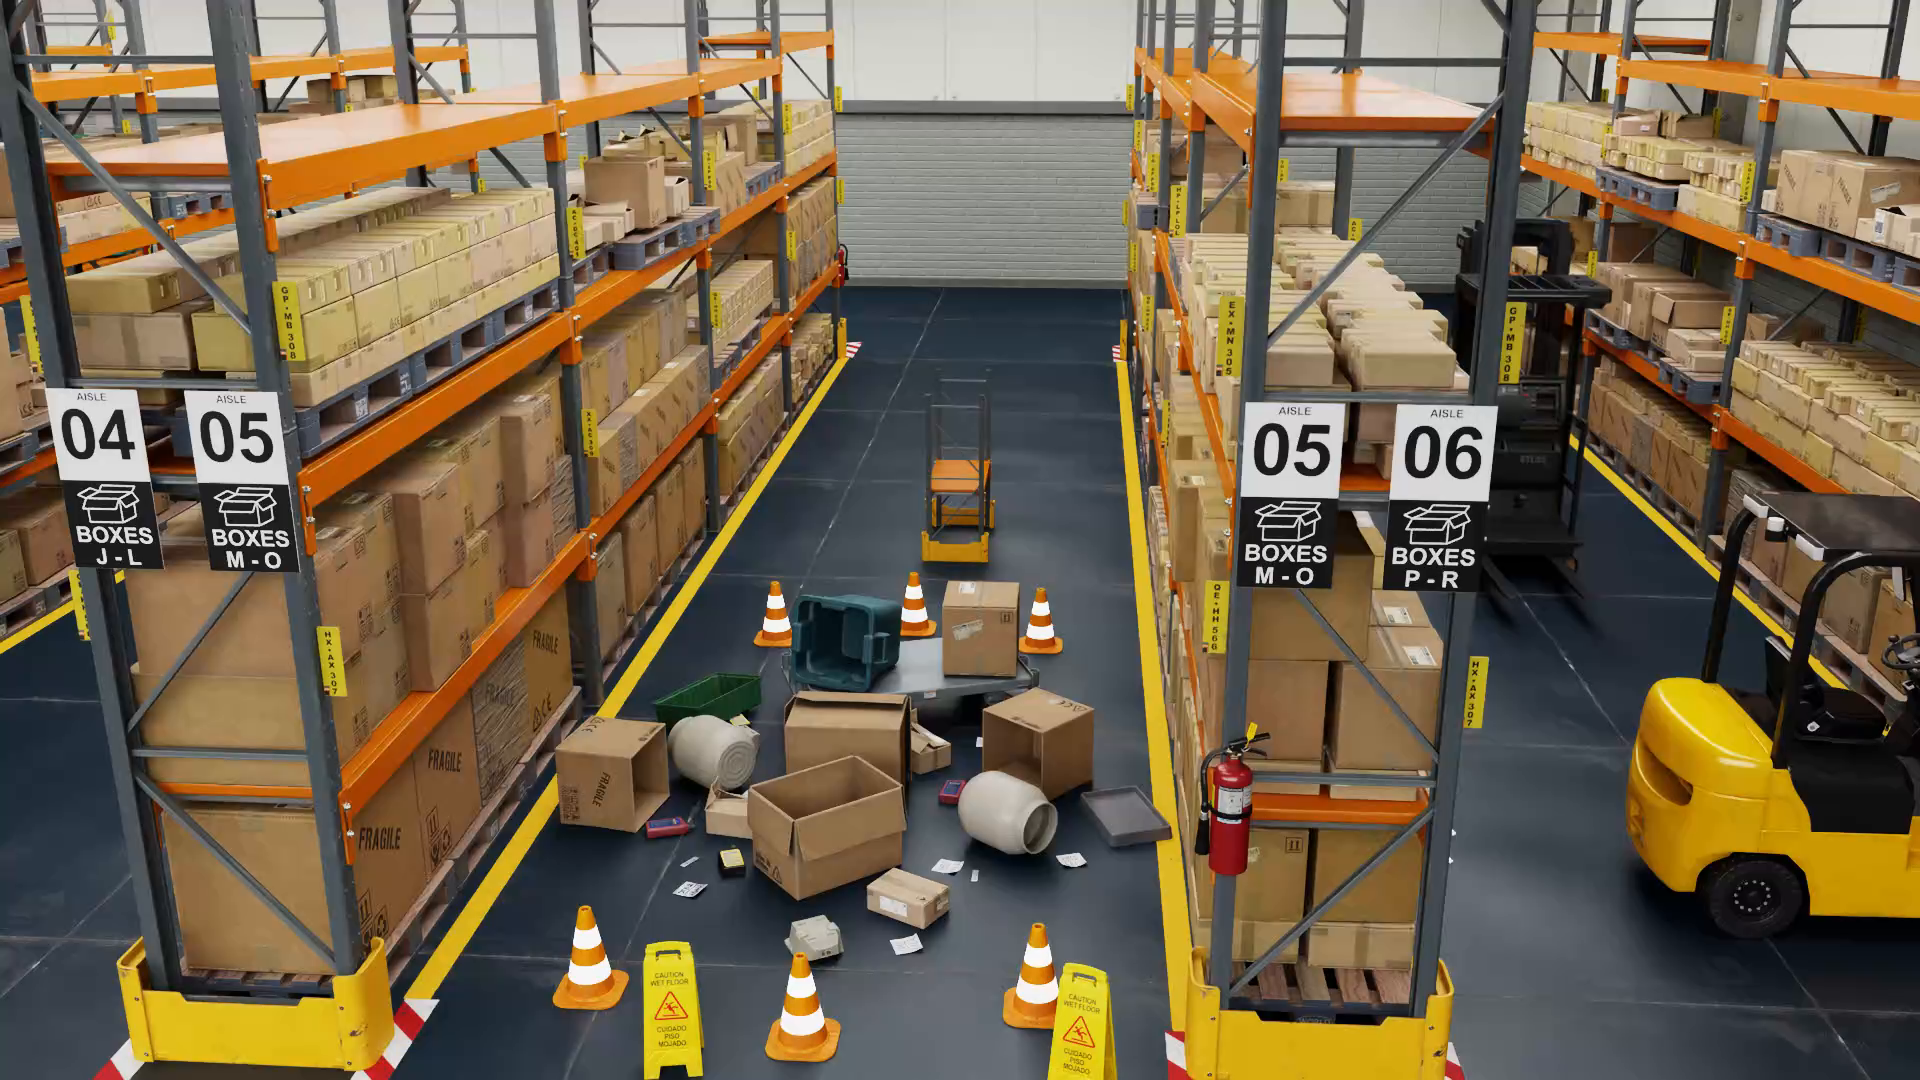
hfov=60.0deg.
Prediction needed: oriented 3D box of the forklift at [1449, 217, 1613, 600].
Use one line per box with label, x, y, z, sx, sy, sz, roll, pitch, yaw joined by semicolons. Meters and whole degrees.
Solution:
forklift;4.752;-1.189;14.173;1.130;2.935;3.031;1;18;3

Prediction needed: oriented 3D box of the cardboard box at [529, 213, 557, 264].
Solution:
cardboard box;-2.798;-1.858;10.214;0.500;0.250;0.500;1;18;3

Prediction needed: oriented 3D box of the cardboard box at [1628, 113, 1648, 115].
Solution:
cardboard box;7.828;-4.769;19.131;0.500;0.250;0.500;1;18;3

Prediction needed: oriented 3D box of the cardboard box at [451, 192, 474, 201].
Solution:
cardboard box;-6.871;-4.412;22.457;0.500;0.500;0.500;2;18;5

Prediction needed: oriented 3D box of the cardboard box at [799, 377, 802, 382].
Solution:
cardboard box;-2.114;-1.870;20.045;0.380;0.149;0.250;1;18;4

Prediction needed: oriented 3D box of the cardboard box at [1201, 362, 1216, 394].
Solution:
cardboard box;1.451;-0.854;8.624;0.380;0.149;0.250;1;18;3

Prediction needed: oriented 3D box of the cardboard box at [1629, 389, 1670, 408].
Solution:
cardboard box;7.148;-1.454;17.170;0.380;0.149;0.250;1;18;4

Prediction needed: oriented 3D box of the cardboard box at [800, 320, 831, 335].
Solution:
cardboard box;-1.911;-2.798;21.922;0.380;0.149;0.250;1;18;3

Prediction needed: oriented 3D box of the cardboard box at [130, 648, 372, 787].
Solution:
cardboard box;-3.324;0.781;7.809;0.875;0.550;0.550;1;18;4

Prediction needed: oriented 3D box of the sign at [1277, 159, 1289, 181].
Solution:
sign;2.754;-3.096;14.233;0.100;0.325;0.005;1;18;4

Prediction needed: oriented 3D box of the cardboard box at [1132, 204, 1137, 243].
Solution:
cardboard box;2.373;-3.826;20.343;0.500;0.500;0.500;1;18;4

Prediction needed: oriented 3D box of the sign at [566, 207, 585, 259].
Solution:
sign;-2.465;-1.971;10.673;0.100;0.325;0.005;1;18;4

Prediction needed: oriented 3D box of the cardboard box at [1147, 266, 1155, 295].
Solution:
cardboard box;2.017;-2.286;15.643;0.500;0.500;0.500;2;18;5

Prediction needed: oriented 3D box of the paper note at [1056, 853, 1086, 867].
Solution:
paper note;0.644;1.840;9.587;0.142;0.019;0.148;-5;19;-15

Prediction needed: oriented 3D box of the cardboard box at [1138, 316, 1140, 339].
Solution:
cardboard box;2.116;-2.158;17.259;0.500;0.250;0.500;1;18;3

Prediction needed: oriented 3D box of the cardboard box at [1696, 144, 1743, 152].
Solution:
cardboard box;7.401;-3.768;16.207;0.380;0.149;0.250;1;18;4

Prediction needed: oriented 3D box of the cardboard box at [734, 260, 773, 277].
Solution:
cardboard box;-2.279;-2.993;18.339;0.380;0.149;0.250;2;18;6

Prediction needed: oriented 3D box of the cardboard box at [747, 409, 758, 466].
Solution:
cardboard box;-2.362;-1.058;17.001;0.500;0.500;0.500;1;18;3

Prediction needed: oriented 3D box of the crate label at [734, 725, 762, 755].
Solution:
crate label;-1.469;1.330;10.972;0.298;0.136;0.250;-13;22;-34

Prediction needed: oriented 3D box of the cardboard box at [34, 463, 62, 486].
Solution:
cardboard box;-7.718;-0.662;14.558;0.500;0.250;0.500;3;18;10

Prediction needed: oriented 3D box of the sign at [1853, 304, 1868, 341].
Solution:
sign;7.717;-1.866;14.269;0.100;0.325;0.005;1;18;4

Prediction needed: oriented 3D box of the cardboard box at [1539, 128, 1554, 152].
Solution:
cardboard box;7.368;-4.859;20.208;0.500;0.250;0.500;1;18;2

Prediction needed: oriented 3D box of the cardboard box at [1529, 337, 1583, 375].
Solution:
cardboard box;7.361;-2.210;20.516;0.500;0.500;0.500;2;18;5

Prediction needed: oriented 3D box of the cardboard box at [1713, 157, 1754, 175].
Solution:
cardboard box;7.046;-3.367;15.014;0.380;0.149;0.250;1;18;3

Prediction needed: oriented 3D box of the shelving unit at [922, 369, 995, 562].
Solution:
shelving unit;-0.005;-0.689;14.944;0.587;1.500;1.083;1;18;4

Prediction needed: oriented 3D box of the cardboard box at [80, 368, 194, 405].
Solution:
cardboard box;-3.620;-0.696;7.307;0.380;0.149;0.250;1;18;4

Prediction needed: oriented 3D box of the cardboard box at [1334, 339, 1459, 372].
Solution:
cardboard box;1.986;-0.755;7.681;0.500;0.250;0.500;1;18;3

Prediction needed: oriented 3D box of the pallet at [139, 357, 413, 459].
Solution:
pallet;-3.263;-0.646;7.728;1.003;0.211;1.213;1;18;4

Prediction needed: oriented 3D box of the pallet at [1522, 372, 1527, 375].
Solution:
pallet;7.585;-1.838;20.520;1.003;0.211;1.213;1;18;4

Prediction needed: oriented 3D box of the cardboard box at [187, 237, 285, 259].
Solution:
cardboard box;-3.546;-1.391;8.149;0.380;0.149;0.250;1;18;4

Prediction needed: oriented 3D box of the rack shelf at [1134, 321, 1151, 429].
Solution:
rack shelf;2.356;-1.717;16.827;1.077;0.370;4.000;1;18;4

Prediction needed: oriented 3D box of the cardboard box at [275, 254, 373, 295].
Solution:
cardboard box;-2.927;-1.218;7.619;0.380;0.149;0.250;1;18;3

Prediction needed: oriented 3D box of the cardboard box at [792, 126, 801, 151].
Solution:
cardboard box;-2.131;-4.649;19.242;0.500;0.250;0.500;1;18;4

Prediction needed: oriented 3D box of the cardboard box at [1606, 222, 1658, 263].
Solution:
cardboard box;7.823;-3.453;19.529;0.500;0.500;0.500;1;18;2

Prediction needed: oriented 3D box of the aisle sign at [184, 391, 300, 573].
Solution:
aisle sign;-3.011;-0.238;6.985;0.394;0.787;0.004;1;18;4

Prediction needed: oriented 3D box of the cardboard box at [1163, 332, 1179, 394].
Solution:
cardboard box;1.888;-1.364;13.283;0.500;0.500;0.500;2;18;5

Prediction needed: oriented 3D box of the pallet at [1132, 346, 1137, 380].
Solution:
pallet;2.807;-2.347;22.073;1.003;0.211;1.213;1;18;4

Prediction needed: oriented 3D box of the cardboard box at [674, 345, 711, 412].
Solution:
cardboard box;-2.497;-1.418;14.600;0.500;0.500;0.500;1;18;4

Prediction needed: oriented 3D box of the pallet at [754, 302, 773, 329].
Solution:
pallet;-2.645;-2.433;18.167;1.003;0.211;1.213;1;18;4

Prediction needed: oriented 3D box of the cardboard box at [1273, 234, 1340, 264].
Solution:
cardboard box;2.121;-1.777;10.160;0.380;0.149;0.250;2;18;5

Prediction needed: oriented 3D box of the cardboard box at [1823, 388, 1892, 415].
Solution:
cardboard box;6.684;-1.034;12.385;0.380;0.149;0.250;1;18;2

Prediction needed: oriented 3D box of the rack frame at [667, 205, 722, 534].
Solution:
rack frame;-2.732;-1.516;15.060;1.000;3.000;0.127;1;18;4

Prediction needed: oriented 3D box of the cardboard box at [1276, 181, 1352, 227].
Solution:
cardboard box;2.393;-2.314;11.440;0.500;0.250;0.500;1;18;3

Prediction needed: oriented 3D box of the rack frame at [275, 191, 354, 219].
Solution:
rack frame;-7.385;-2.901;19.286;1.000;3.000;0.127;1;18;4

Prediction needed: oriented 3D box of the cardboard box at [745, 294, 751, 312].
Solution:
cardboard box;-2.368;-2.443;17.139;0.380;0.149;0.250;1;18;4

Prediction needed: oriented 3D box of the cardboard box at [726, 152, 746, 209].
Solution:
cardboard box;-2.366;-3.472;16.050;0.500;0.500;0.500;1;18;4

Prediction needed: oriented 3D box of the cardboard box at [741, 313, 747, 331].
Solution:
cardboard box;-2.386;-2.224;16.948;0.380;0.149;0.250;1;18;2

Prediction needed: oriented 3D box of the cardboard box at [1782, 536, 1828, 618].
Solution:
cardboard box;7.018;0.207;12.940;0.875;0.625;0.625;1;18;2

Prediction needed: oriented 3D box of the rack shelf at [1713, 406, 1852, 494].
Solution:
rack shelf;7.020;-0.365;12.701;1.077;0.370;4.000;1;18;4

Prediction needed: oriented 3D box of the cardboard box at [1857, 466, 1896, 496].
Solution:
cardboard box;6.683;-0.333;11.689;0.500;0.250;0.500;1;18;4

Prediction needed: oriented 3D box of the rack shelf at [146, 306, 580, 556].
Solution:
rack shelf;-3.162;-0.736;9.018;1.077;0.370;4.000;1;18;4

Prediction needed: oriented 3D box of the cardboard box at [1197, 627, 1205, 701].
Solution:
cardboard box;1.444;0.528;8.182;0.500;0.500;0.500;1;18;4

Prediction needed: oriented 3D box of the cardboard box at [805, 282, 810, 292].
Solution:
cardboard box;-2.053;-3.130;20.389;0.380;0.149;0.250;2;18;6

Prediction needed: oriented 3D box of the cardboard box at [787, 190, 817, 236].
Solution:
cardboard box;-2.043;-4.034;20.500;0.500;0.500;0.500;1;18;2

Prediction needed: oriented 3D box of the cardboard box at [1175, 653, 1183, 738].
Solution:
cardboard box;1.587;0.900;10.225;0.500;0.500;0.500;2;18;6

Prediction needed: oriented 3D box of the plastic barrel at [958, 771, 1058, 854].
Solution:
plastic barrel;0.277;1.596;9.698;0.512;0.421;0.421;17;25;41

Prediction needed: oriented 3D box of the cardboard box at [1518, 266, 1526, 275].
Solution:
cardboard box;7.468;-3.517;21.569;0.380;0.149;0.250;2;18;5

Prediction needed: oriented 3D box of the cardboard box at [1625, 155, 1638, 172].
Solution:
cardboard box;6.955;-3.802;16.787;0.380;0.149;0.250;2;18;5

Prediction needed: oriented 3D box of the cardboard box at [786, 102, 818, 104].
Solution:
cardboard box;-2.022;-5.518;21.254;0.380;0.149;0.250;1;18;2
